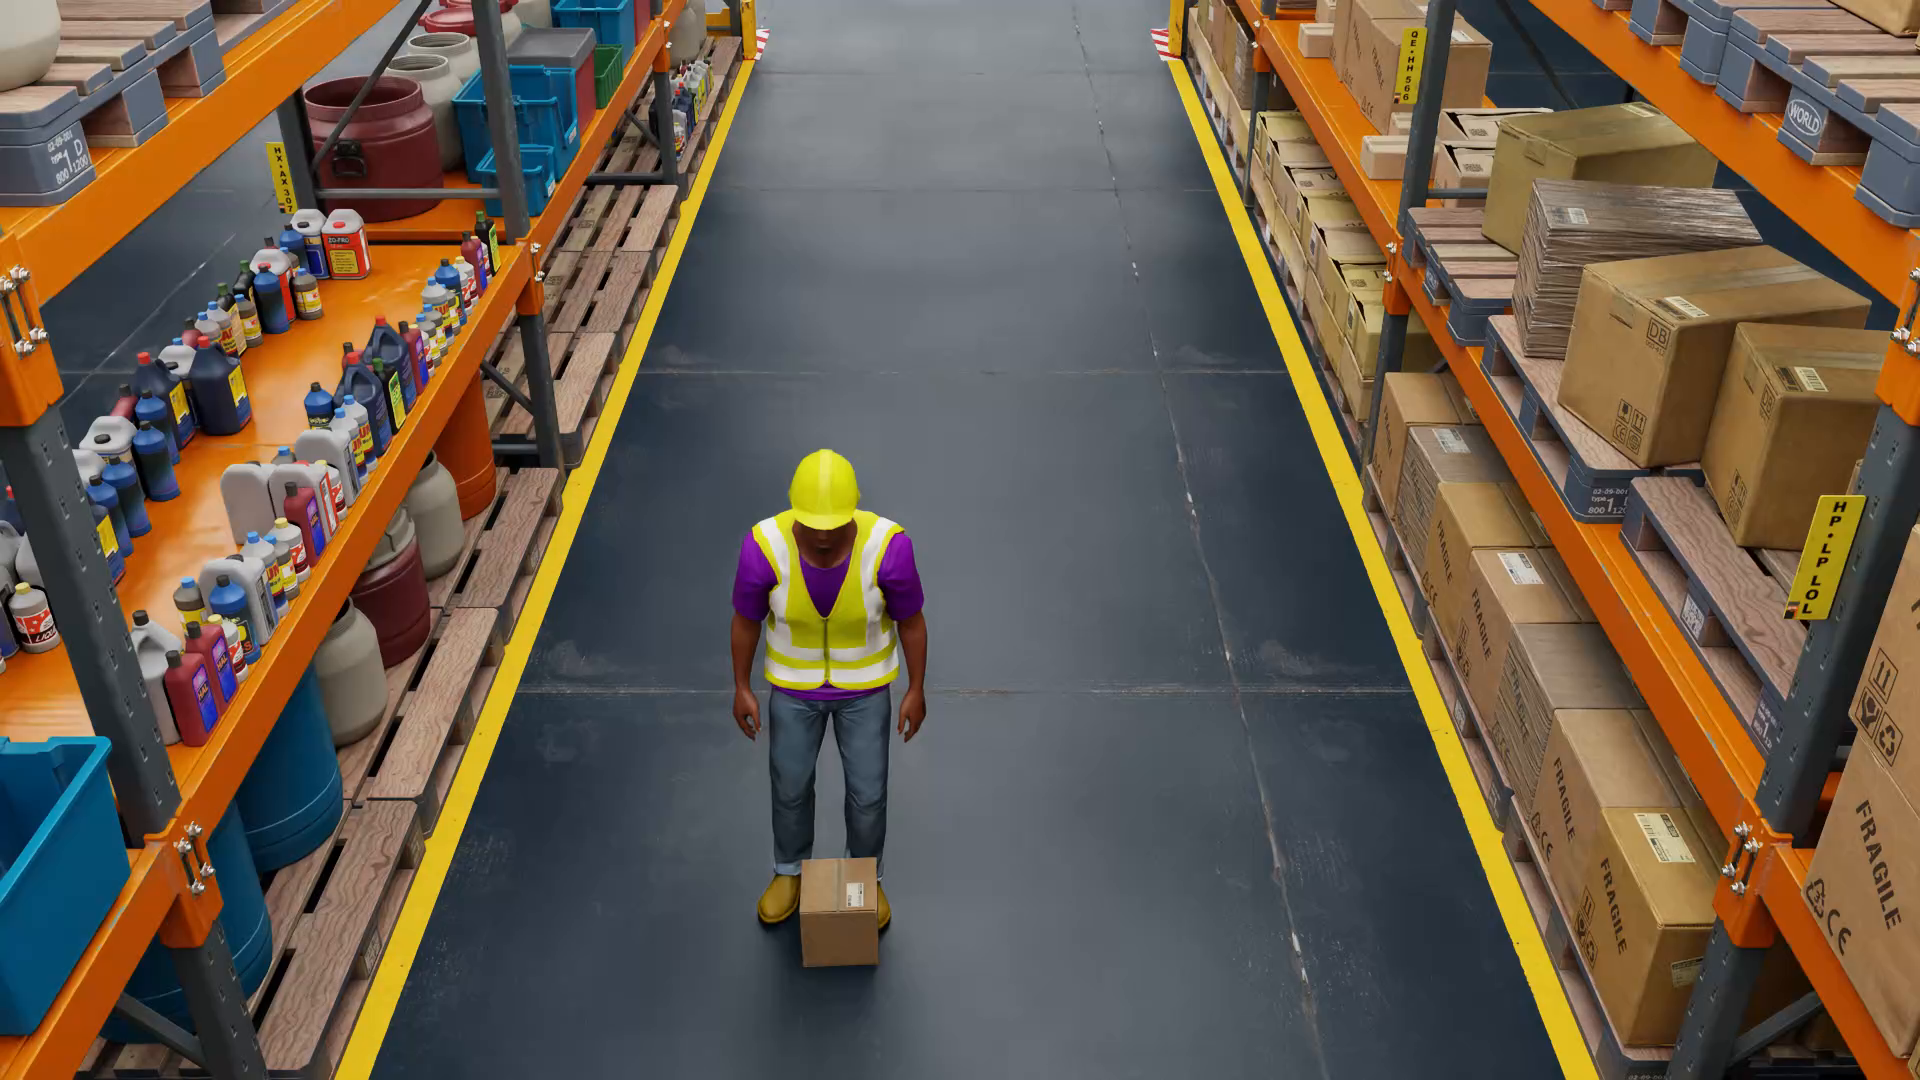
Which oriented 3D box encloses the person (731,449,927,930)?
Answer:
[{"bbox_3d":[-0.418,0.476,5.335,0.627,1.761,0.456,0,31,0],"label":"person"}]
